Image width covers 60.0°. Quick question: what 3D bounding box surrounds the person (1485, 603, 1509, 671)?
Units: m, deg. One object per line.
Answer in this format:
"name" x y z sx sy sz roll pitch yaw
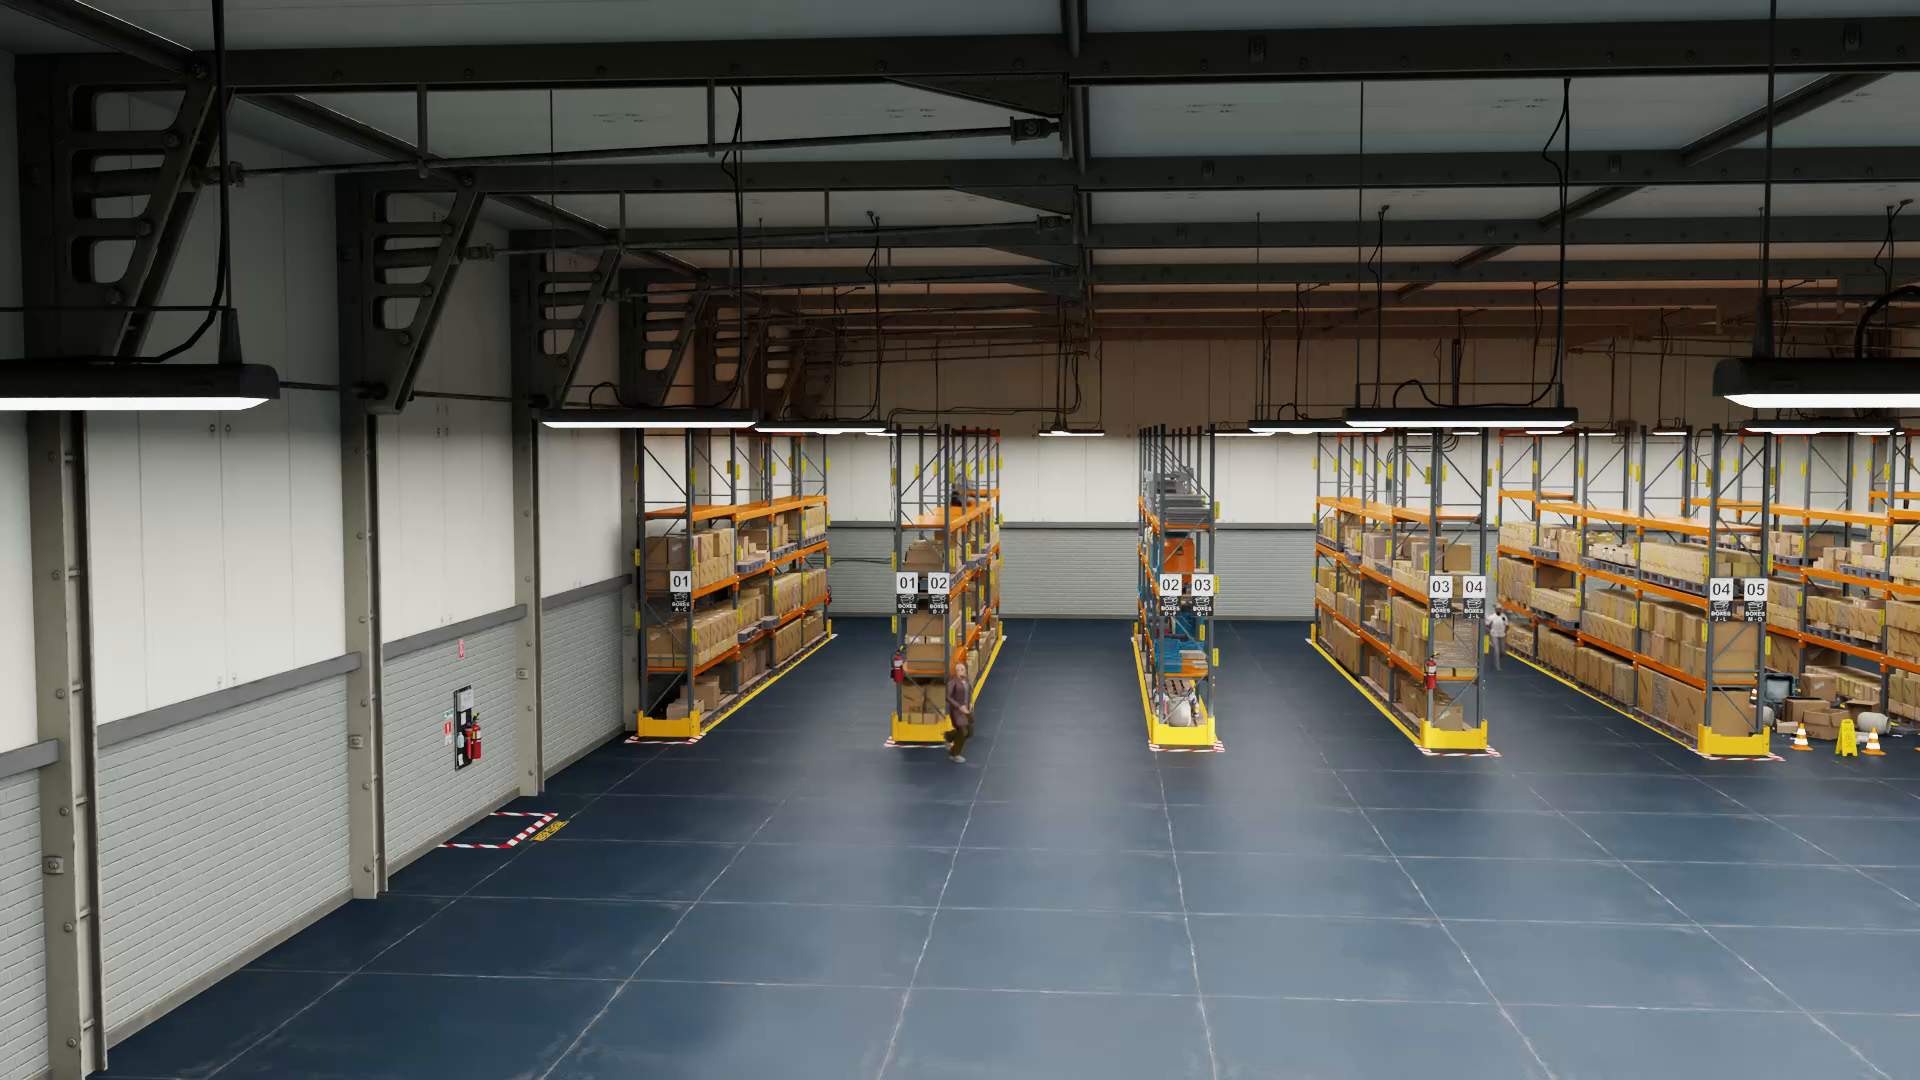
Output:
"person" 13.311 2.385 41.213 0.580 1.654 0.701 0 3 3

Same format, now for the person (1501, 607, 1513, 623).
"person" 15.647 1.987 47.544 0.524 1.673 0.753 2 4 33

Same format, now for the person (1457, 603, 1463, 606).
"person" 13.506 2.231 44.715 0.554 1.563 0.604 1 4 15

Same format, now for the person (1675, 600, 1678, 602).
"person" 20.494 2.060 47.206 0.521 1.591 0.689 2 4 36

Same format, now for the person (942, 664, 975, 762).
"person" -0.028 3.061 29.589 0.707 1.746 0.737 3 4 38
